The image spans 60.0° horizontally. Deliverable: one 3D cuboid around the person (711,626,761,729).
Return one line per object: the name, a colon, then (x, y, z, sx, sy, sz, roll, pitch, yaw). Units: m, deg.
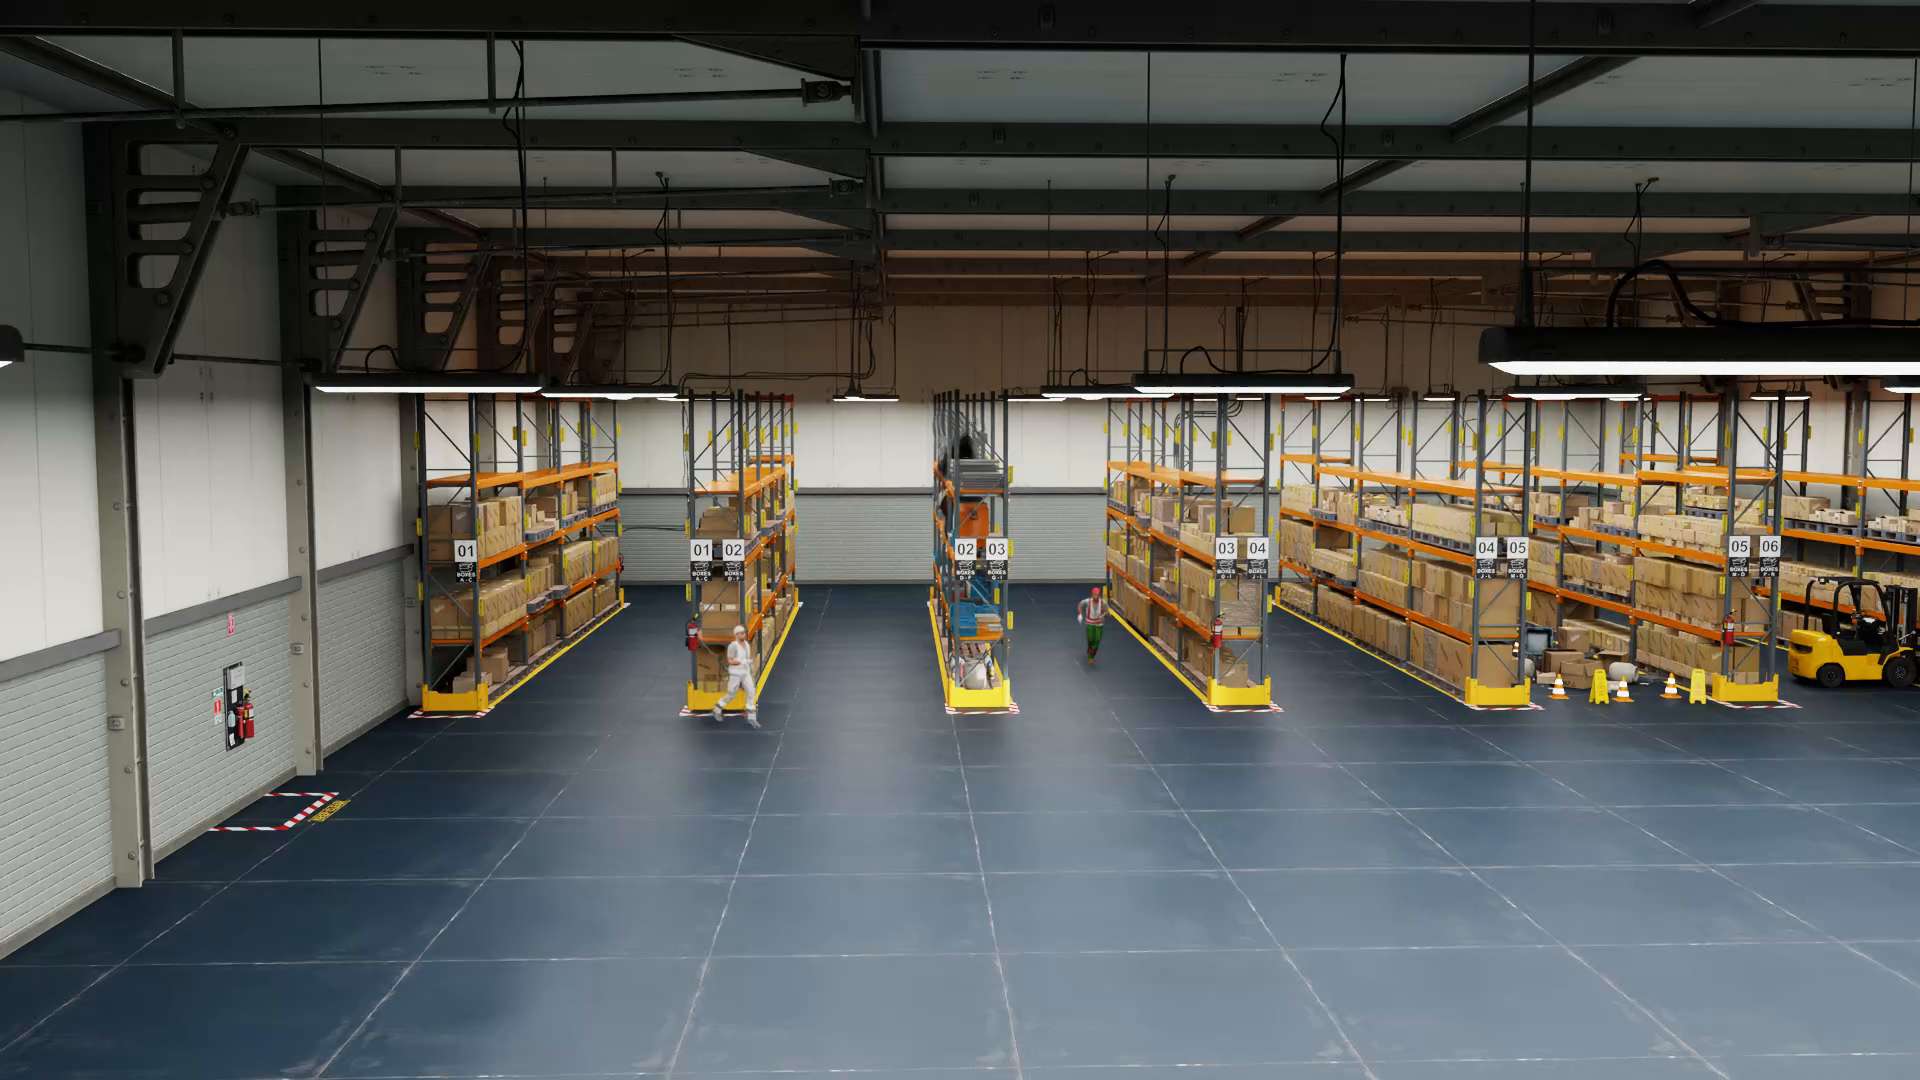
person: (-3.959, 2.414, 29.575, 0.983, 1.813, 0.672, 3, 6, 35)

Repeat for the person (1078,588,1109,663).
person: (2.955, 1.892, 36.616, 0.649, 1.703, 0.719, -1, 5, -7)

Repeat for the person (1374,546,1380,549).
person: (11.685, 1.037, 46.824, 0.723, 1.716, 0.751, -2, 5, -25)

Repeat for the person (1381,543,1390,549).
person: (12.605, 0.903, 49.128, 0.618, 1.626, 0.573, 0, 5, -4)
